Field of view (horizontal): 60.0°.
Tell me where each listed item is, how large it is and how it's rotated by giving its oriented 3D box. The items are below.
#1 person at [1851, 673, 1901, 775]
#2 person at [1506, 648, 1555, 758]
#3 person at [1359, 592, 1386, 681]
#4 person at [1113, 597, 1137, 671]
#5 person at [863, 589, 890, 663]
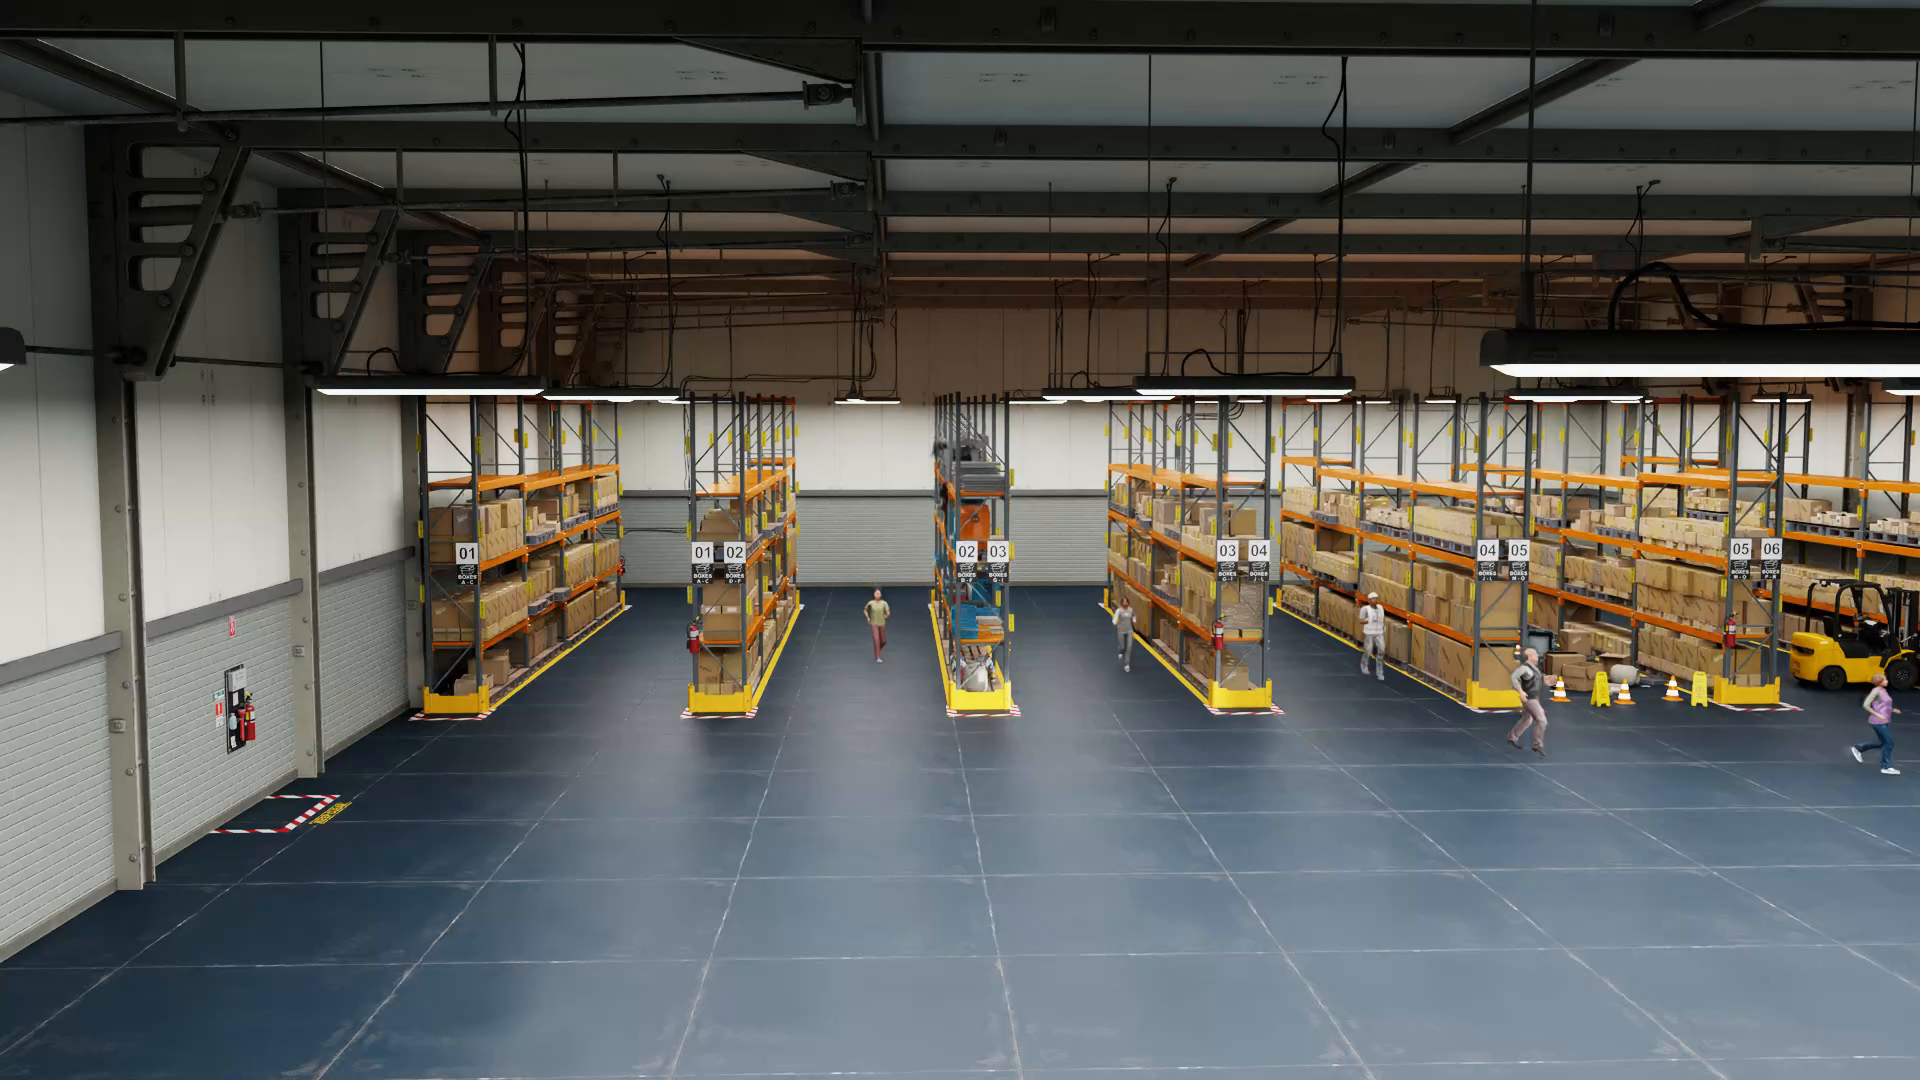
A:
[{"bbox_3d":[14.350,2.856,26.036,0.743,1.561,0.546,4,6,44],"label":"person"},{"bbox_3d":[9.386,2.670,27.382,0.776,1.780,0.630,3,5,33],"label":"person"},{"bbox_3d":[8.707,2.014,35.052,0.657,1.835,0.763,-1,5,-9],"label":"person"},{"bbox_3d":[3.607,2.035,36.353,0.549,1.595,0.770,0,5,-5],"label":"person"},{"bbox_3d":[-1.858,1.912,37.369,0.589,1.635,0.802,-1,5,-13],"label":"person"}]
